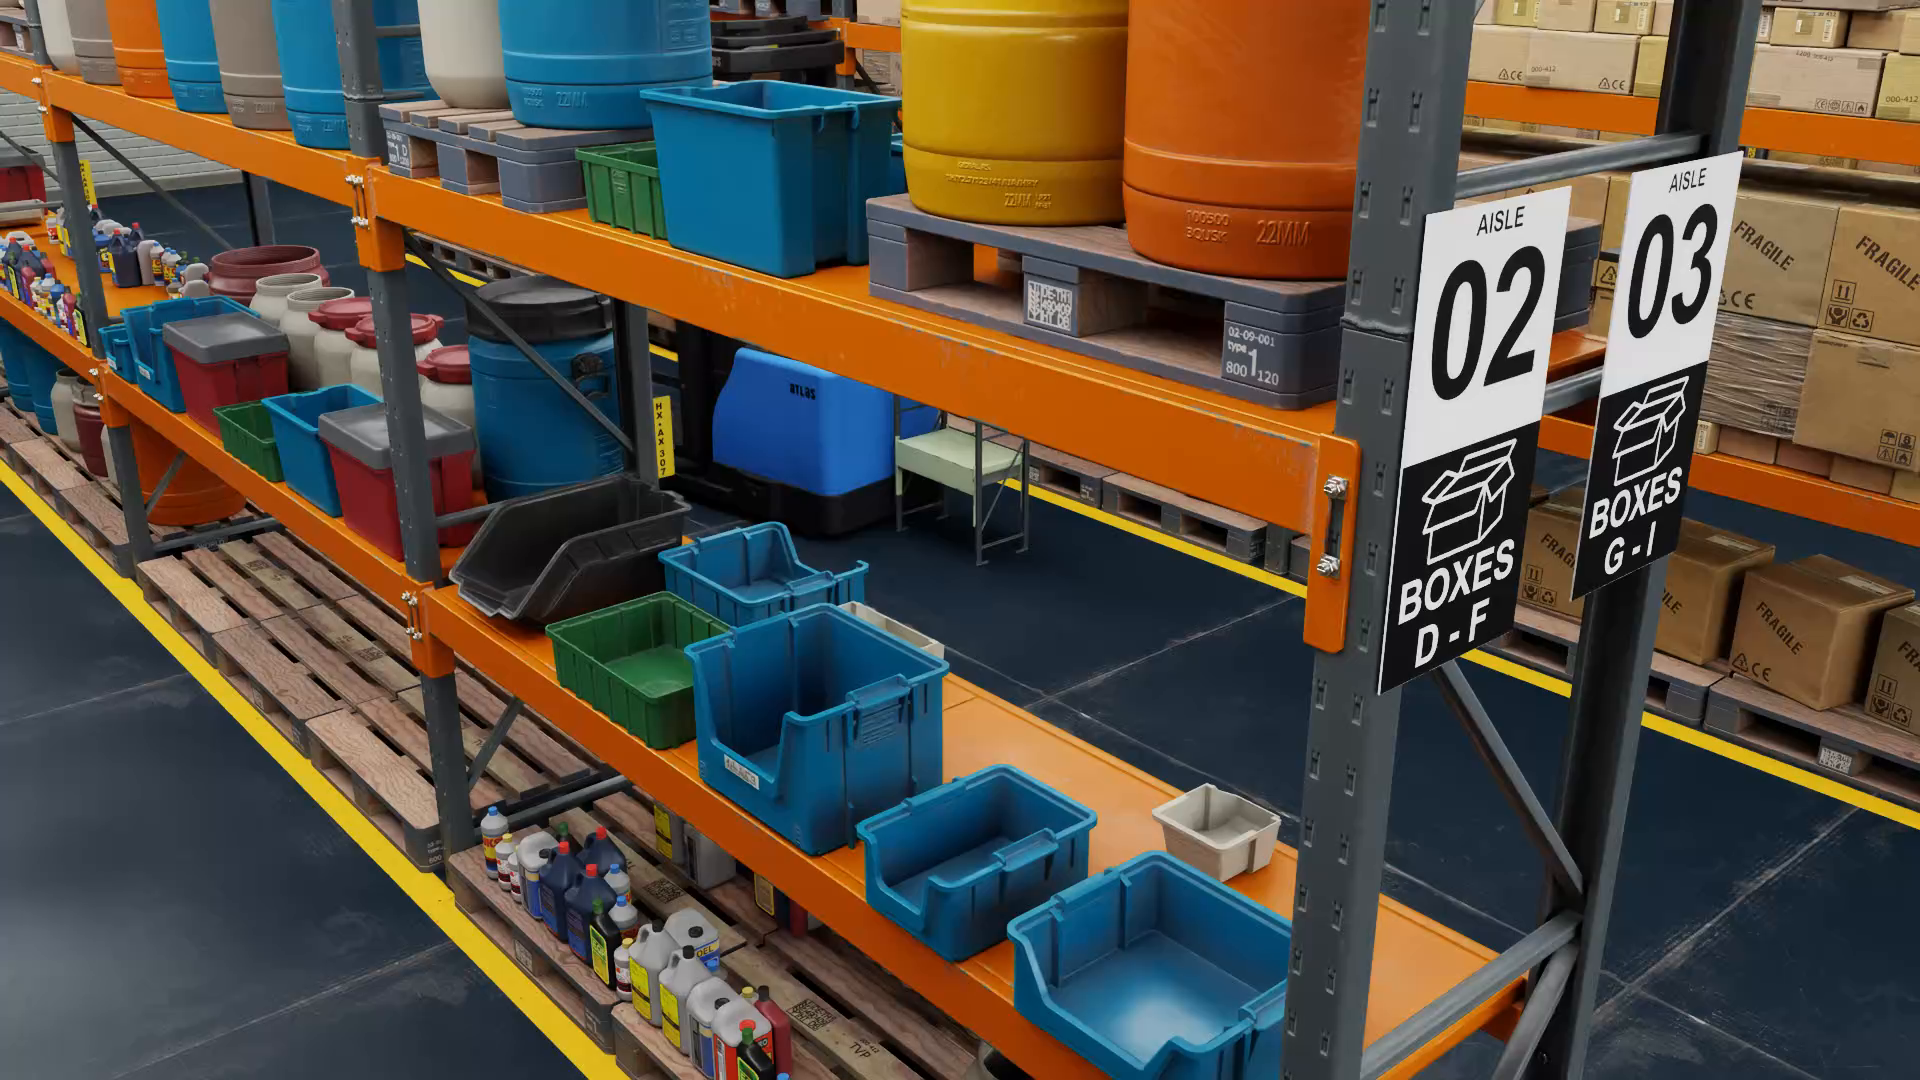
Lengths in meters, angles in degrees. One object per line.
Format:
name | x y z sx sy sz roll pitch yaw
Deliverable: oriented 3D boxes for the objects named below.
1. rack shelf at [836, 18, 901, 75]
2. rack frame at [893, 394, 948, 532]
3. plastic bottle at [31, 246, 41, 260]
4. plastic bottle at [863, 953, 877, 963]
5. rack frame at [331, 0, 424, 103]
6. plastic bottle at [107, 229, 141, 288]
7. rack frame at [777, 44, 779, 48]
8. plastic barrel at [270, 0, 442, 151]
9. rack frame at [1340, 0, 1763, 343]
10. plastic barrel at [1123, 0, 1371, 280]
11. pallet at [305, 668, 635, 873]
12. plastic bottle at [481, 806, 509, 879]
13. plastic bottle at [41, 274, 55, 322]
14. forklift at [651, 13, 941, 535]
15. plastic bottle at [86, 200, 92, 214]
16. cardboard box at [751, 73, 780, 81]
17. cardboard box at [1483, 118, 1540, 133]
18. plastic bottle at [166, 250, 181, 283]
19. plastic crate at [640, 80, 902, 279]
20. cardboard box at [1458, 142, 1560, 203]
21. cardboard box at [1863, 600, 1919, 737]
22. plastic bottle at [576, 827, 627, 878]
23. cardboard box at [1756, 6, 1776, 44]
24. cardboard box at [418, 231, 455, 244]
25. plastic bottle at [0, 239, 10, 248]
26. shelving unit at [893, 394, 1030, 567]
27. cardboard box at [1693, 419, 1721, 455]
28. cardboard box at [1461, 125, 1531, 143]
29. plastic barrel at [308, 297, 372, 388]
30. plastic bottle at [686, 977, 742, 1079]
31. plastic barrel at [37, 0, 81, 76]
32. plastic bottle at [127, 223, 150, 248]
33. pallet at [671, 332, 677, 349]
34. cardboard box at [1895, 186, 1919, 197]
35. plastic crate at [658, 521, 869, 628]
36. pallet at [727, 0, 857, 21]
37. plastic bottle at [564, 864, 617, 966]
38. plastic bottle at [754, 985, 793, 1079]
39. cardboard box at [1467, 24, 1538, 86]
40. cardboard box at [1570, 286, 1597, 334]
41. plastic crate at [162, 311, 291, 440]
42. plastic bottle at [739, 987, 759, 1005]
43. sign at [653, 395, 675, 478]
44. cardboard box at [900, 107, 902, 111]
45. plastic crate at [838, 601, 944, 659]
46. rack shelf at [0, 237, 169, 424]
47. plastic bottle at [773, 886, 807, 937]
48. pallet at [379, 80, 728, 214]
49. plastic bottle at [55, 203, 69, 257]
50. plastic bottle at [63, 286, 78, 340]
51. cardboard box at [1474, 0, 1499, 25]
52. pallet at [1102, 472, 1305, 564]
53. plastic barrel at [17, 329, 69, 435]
rack shelf | 0.852 -2.938 10.244 1.077 0.370 4.000 -17 27 -37
rack frame | -0.235 -0.798 9.964 0.400 1.500 0.023 -17 27 -37
plastic bottle | -5.756 -1.698 10.383 0.097 0.271 0.097 0 21 0
plastic bottle | -0.285 1.334 5.698 0.097 0.201 0.097 0 21 0
rack frame | -1.595 -2.938 5.145 1.000 3.000 0.127 -17 27 -37
plastic bottle | -5.277 -1.778 10.477 0.144 0.351 0.185 -17 27 -37
rack frame | -1.852 -5.791 20.658 1.000 3.000 0.127 -17 27 -37
plastic barrel | -2.091 -1.863 5.827 0.600 0.901 0.708 -17 27 -37
rack frame | 1.016 -1.832 2.323 1.000 3.000 0.127 -17 27 -37
plastic barrel | 0.603 -0.935 2.981 0.600 0.830 0.708 -17 27 -37
pallet | -2.137 0.946 7.278 1.003 0.211 1.213 -17 27 -37
plastic bottle | -1.719 1.114 6.165 0.097 0.271 0.097 0 21 0
plastic bottle | -5.259 -1.407 9.640 0.097 0.271 0.097 0 21 0
forklift | -1.549 -1.821 10.615 3.031 2.935 1.130 18 27 38
plastic bottle | -5.969 -2.155 11.442 0.144 0.351 0.185 -17 27 -37
cardboard box | -1.342 -3.329 12.857 0.797 0.503 0.637 -17 27 -36
cardboard box | 4.657 -3.545 13.414 0.700 0.500 0.500 -18 28 -38
plastic bottle | -4.838 -1.653 10.268 0.097 0.271 0.097 0 21 0
plastic crate | -0.457 -0.883 4.036 0.392 0.384 0.575 -17 27 -37
cardboard box | 2.586 -1.651 8.171 0.500 0.500 0.500 -17 27 -37
cardboard box | 4.373 0.574 7.258 0.500 0.500 0.500 -12 24 -28
plastic bottle | -1.273 1.172 5.908 0.144 0.351 0.185 -17 27 -37
cardboard box | 3.363 -2.181 6.985 0.380 0.149 0.250 -19 28 -40
cardboard box | -5.197 -3.687 17.622 0.875 0.875 0.875 -17 27 -37
plastic bottle | -6.048 -1.758 10.530 0.152 0.276 0.135 -17 27 -37
shelving unit | 0.004 -0.697 9.706 0.431 1.500 0.755 -17 27 -37
cardboard box | 3.367 -0.520 7.544 0.380 0.149 0.250 -17 27 -37
cardboard box | 2.660 -1.915 8.844 0.500 0.500 0.500 -17 27 -37
plastic barrel | -2.815 -0.846 7.845 0.433 0.535 0.433 0 21 0
plastic bottle | -0.749 1.507 5.155 0.152 0.276 0.135 -18 28 -39
plastic barrel | -4.235 -2.539 8.088 0.421 0.512 0.421 0 21 0
plastic bottle | -5.250 -1.851 10.665 0.144 0.351 0.185 -17 27 -37
pallet | -1.703 -1.703 14.042 1.003 0.211 1.213 -17 27 -37
cardboard box | 4.295 -1.225 7.084 0.500 0.500 0.500 -17 27 -37
plastic crate | -0.667 0.166 5.651 0.499 0.251 0.616 -17 27 -37
pallet | -0.914 -3.902 11.980 1.213 0.211 1.003 -16 26 -35
plastic bottle | -1.259 1.258 5.687 0.144 0.351 0.185 -19 28 -40
plastic bottle | -0.578 1.516 5.121 0.061 0.283 0.133 -17 27 -37
cardboard box | 2.606 -2.320 7.887 0.500 0.250 0.500 -18 28 -38
cardboard box | 3.107 -1.109 8.156 0.875 0.500 0.500 -17 27 -37
plastic crate | -3.383 -0.760 7.723 0.402 0.464 0.583 -17 27 -37
plastic bottle | -0.667 1.507 5.258 0.097 0.201 0.097 0 21 0
sign | -1.171 -0.401 6.515 0.100 0.325 0.005 -17 27 -37
cardboard box | -0.460 -4.954 18.864 0.380 0.149 0.250 -18 28 -38
plastic crate | -0.343 0.367 5.296 0.530 0.136 0.437 -17 27 -37
rack shelf | -5.511 -1.467 10.603 1.077 0.370 4.000 -17 27 -37
plastic bottle | -0.597 1.239 5.830 0.061 0.283 0.133 -17 27 -37
pallet | -1.050 -1.277 5.277 1.213 0.211 1.003 -17 27 -37
plastic bottle | -6.078 -2.121 11.354 0.144 0.351 0.185 -17 27 -37
plastic bottle | -4.944 -1.269 9.271 0.061 0.283 0.133 -17 27 -37
cardboard box | 2.523 -2.535 7.889 0.380 0.149 0.250 -17 27 -37
pallet | 1.648 -0.240 10.306 1.003 0.211 1.213 -17 27 -37
plastic barrel | -6.012 -1.223 11.295 0.600 0.901 0.708 -17 27 -37
